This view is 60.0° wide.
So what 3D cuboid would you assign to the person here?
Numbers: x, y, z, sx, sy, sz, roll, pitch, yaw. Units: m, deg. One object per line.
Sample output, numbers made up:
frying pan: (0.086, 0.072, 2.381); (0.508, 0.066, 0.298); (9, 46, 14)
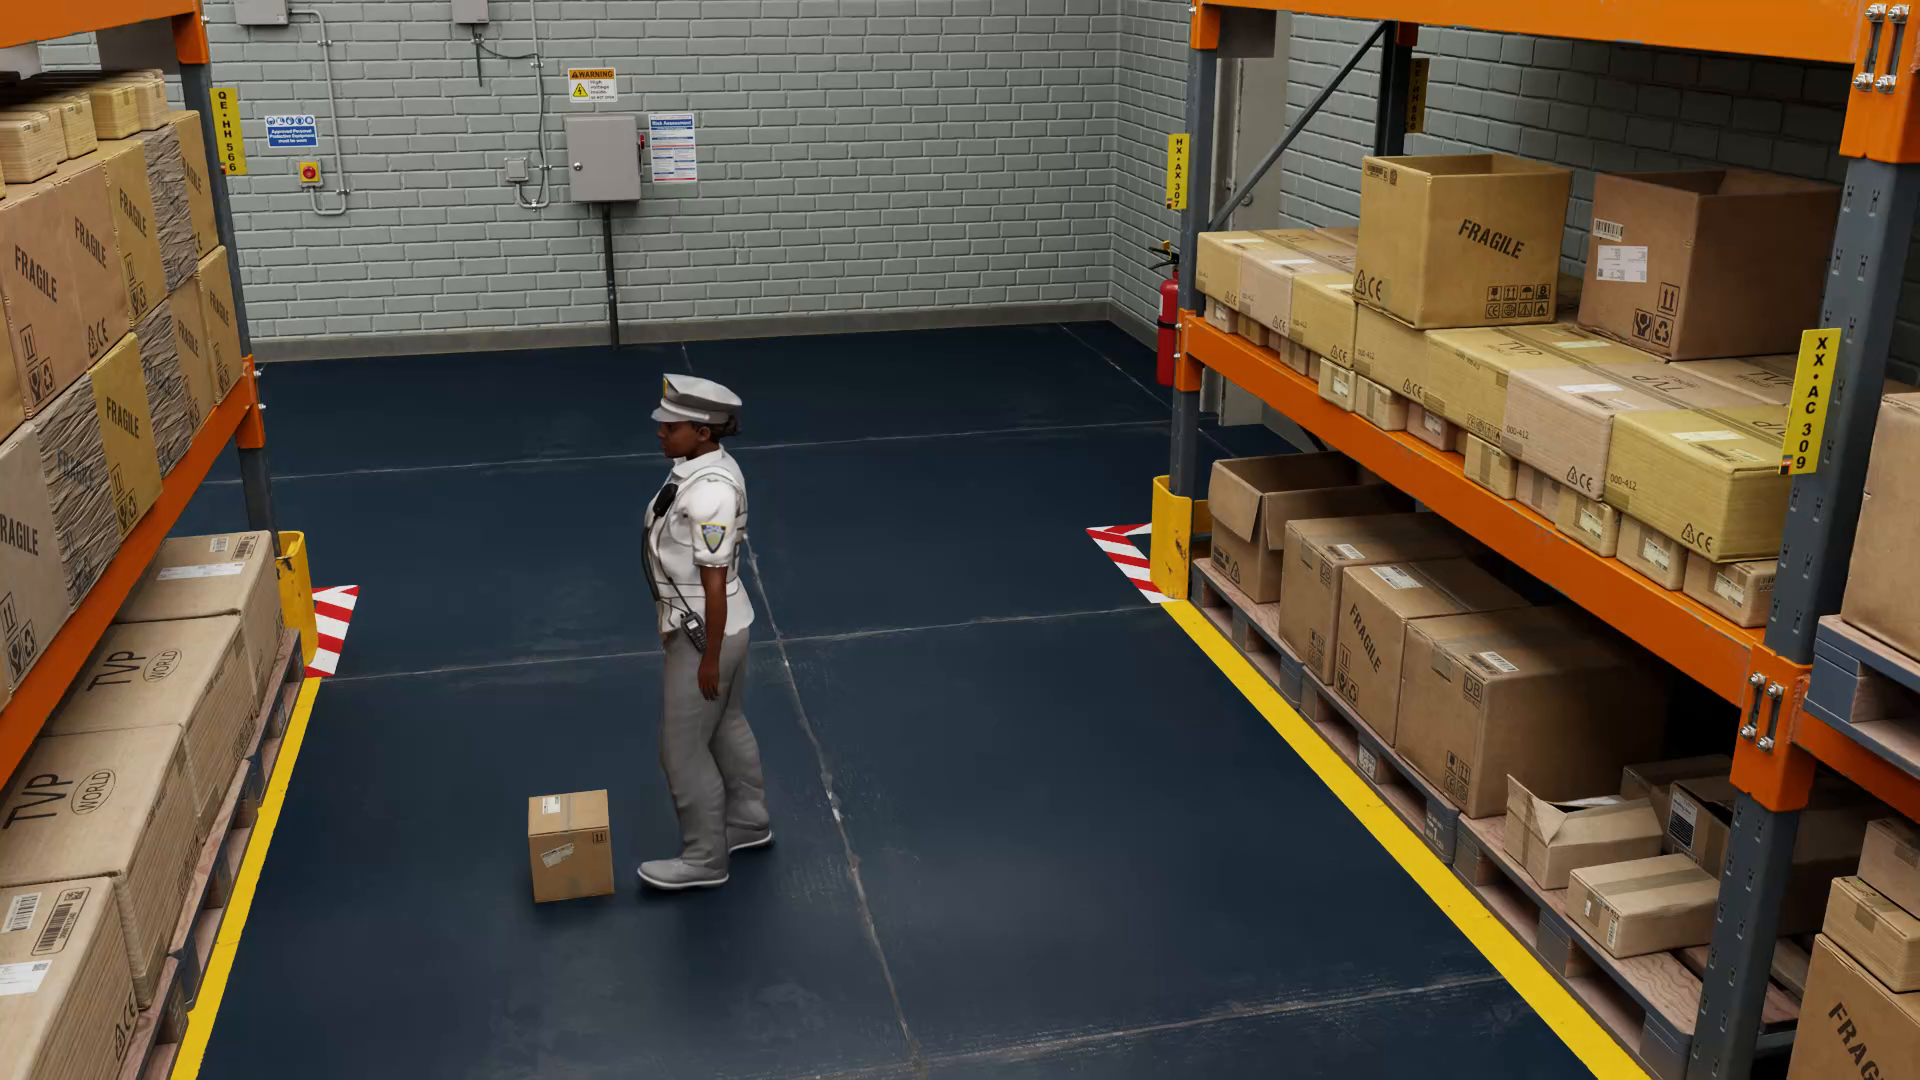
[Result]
person: (-0.839, 0.297, 5.234); (0.454, 1.680, 0.439); (-4, 20, -11)
